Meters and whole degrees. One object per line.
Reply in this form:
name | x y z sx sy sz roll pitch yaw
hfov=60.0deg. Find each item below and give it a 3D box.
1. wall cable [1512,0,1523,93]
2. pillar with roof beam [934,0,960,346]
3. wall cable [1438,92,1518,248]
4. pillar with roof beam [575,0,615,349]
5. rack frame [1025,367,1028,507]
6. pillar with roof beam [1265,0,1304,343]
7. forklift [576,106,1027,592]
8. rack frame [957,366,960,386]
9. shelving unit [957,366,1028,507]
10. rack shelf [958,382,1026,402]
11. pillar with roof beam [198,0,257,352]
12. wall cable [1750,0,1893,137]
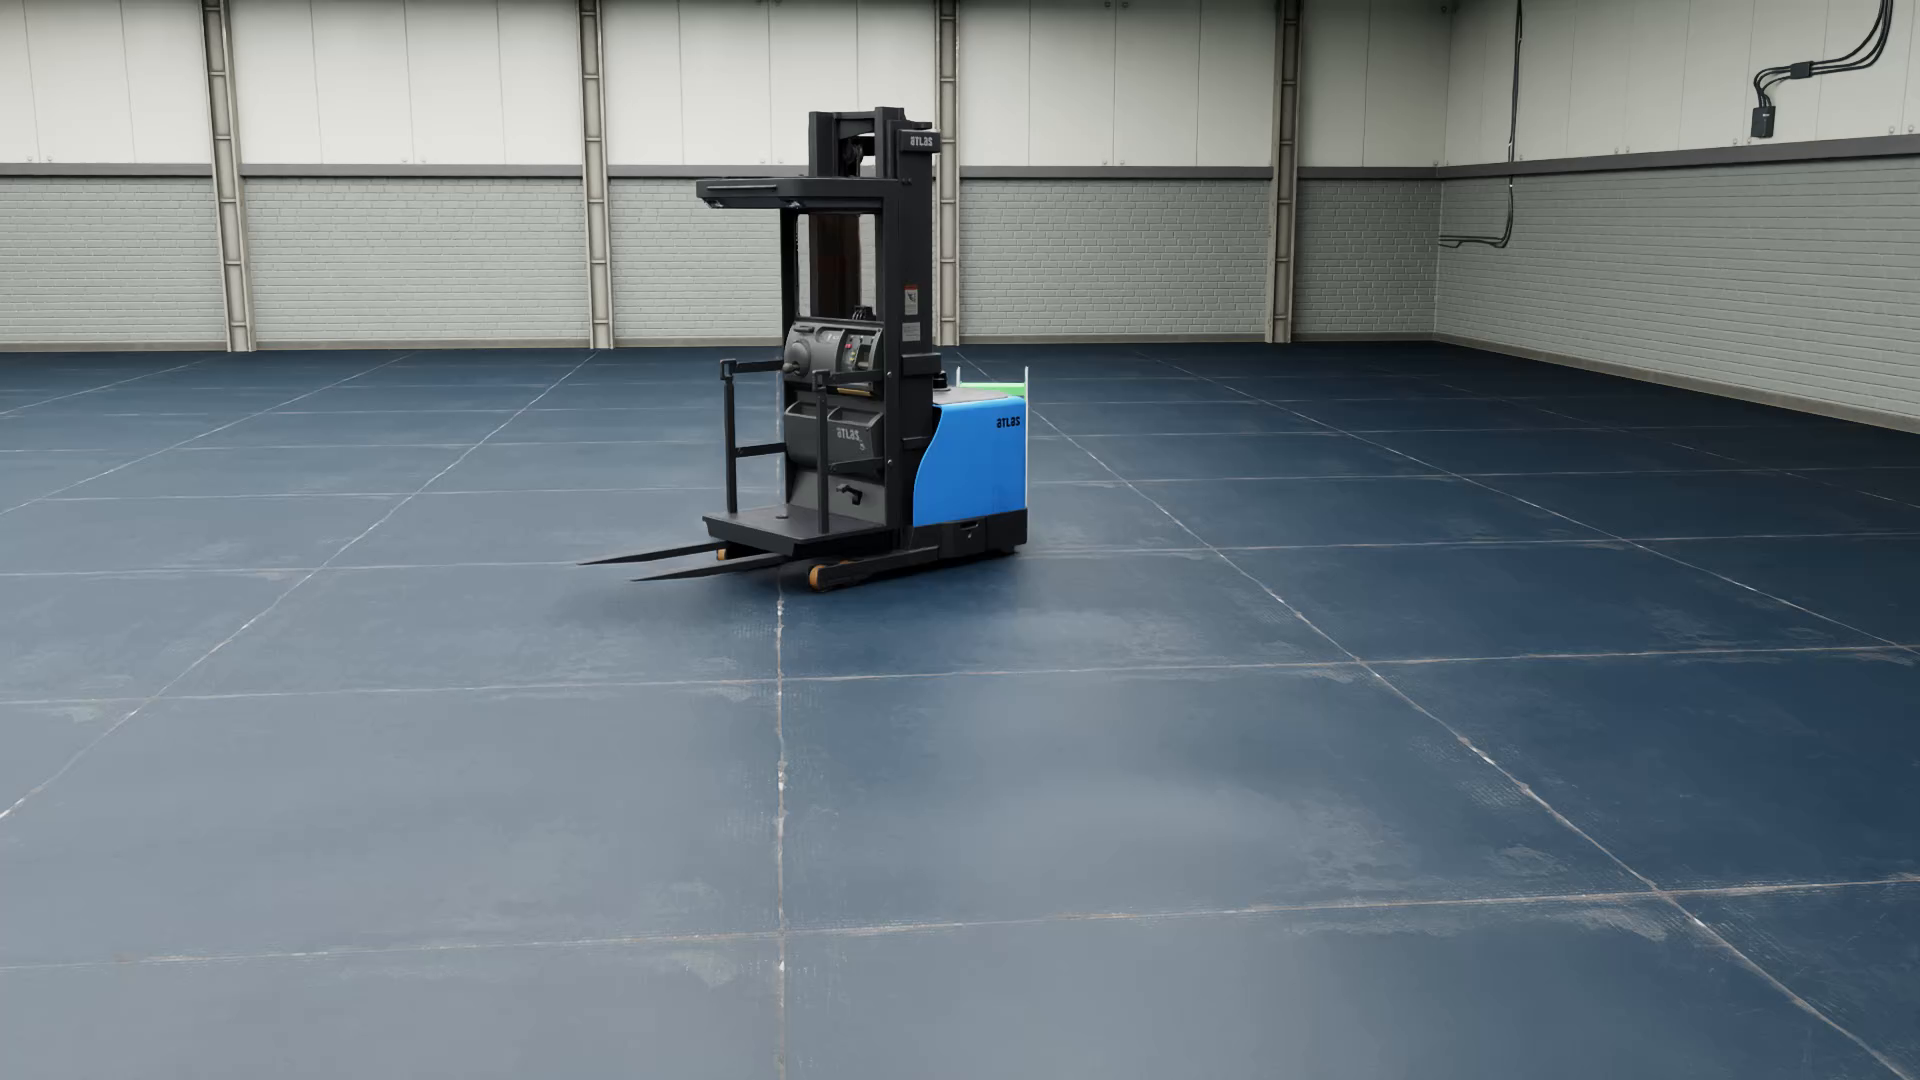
wall cable | 9.106 -8.237 25.396 0.112 2.526 3.097 -1 11 -6
pillar with roof beam | 0.243 -7.043 24.365 0.400 9.000 9.100 -1 11 -6
wall cable | 8.814 -6.278 28.522 0.112 2.526 3.097 -1 11 -6
pillar with roof beam | -5.722 -6.918 23.729 0.400 9.000 9.100 -1 11 -6
rack frame | 0.478 -0.642 12.022 0.015 1.200 0.240 0 11 2
pillar with roof beam | 6.207 -7.168 25.000 0.400 9.000 9.100 -1 11 -6
forklift | -0.972 -1.232 10.539 3.031 2.935 1.130 -10 15 -41
rack frame | -0.010 -0.646 12.042 0.015 1.200 0.240 0 11 2
shelving unit | 0.234 -0.644 12.032 0.503 1.200 0.258 0 11 2
rack shelf | 0.234 -1.052 11.952 0.480 0.148 0.258 0 11 2
pillar with roof beam | -11.687 -6.793 23.093 0.400 9.000 9.100 -1 11 -6
wall cable | 9.824 -7.649 18.632 0.169 6.003 2.305 -1 11 -6
